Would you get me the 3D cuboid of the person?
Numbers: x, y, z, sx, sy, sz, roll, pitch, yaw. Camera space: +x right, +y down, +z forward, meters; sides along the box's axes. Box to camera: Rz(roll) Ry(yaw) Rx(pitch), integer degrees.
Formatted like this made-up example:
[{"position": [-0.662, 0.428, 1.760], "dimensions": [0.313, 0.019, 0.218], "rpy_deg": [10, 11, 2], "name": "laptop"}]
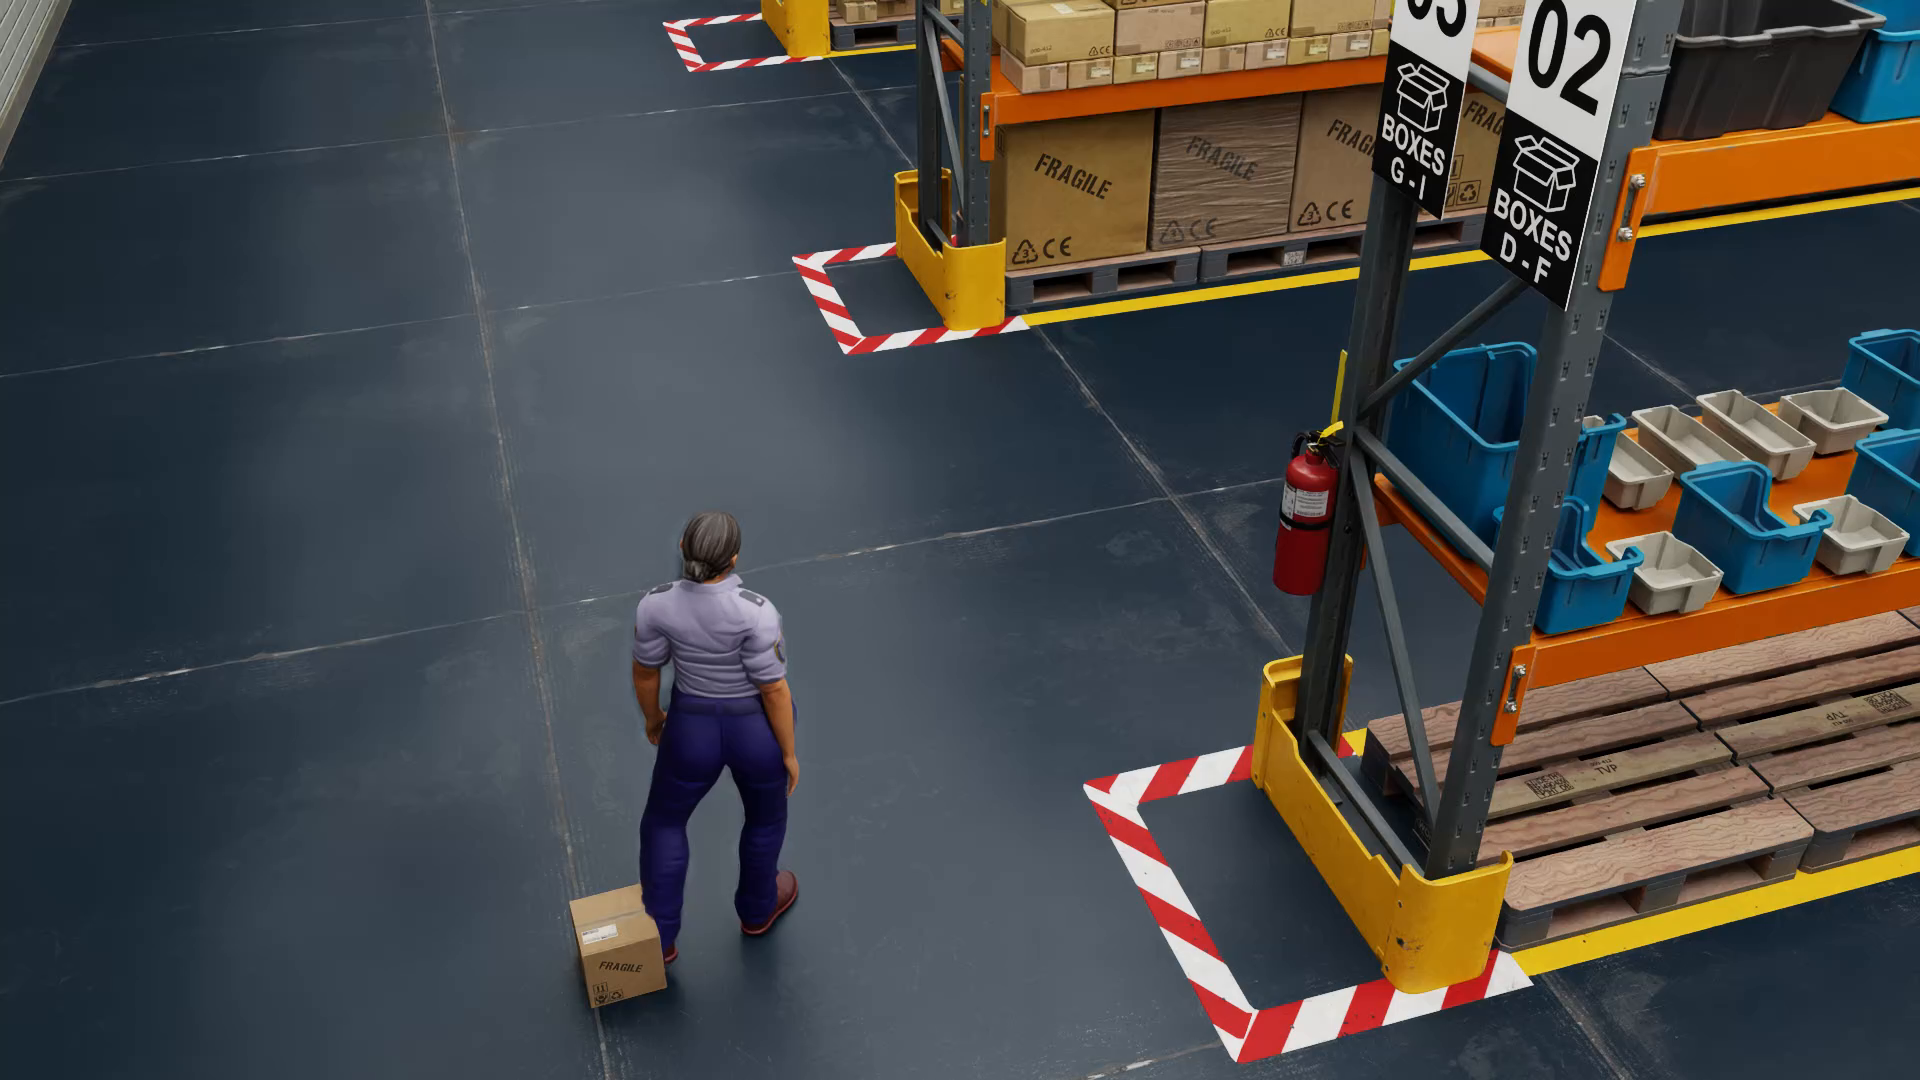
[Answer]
[{"position": [-0.827, 0.629, 5.227], "dimensions": [0.693, 1.635, 0.526], "rpy_deg": [5, 34, 7], "name": "person"}]
